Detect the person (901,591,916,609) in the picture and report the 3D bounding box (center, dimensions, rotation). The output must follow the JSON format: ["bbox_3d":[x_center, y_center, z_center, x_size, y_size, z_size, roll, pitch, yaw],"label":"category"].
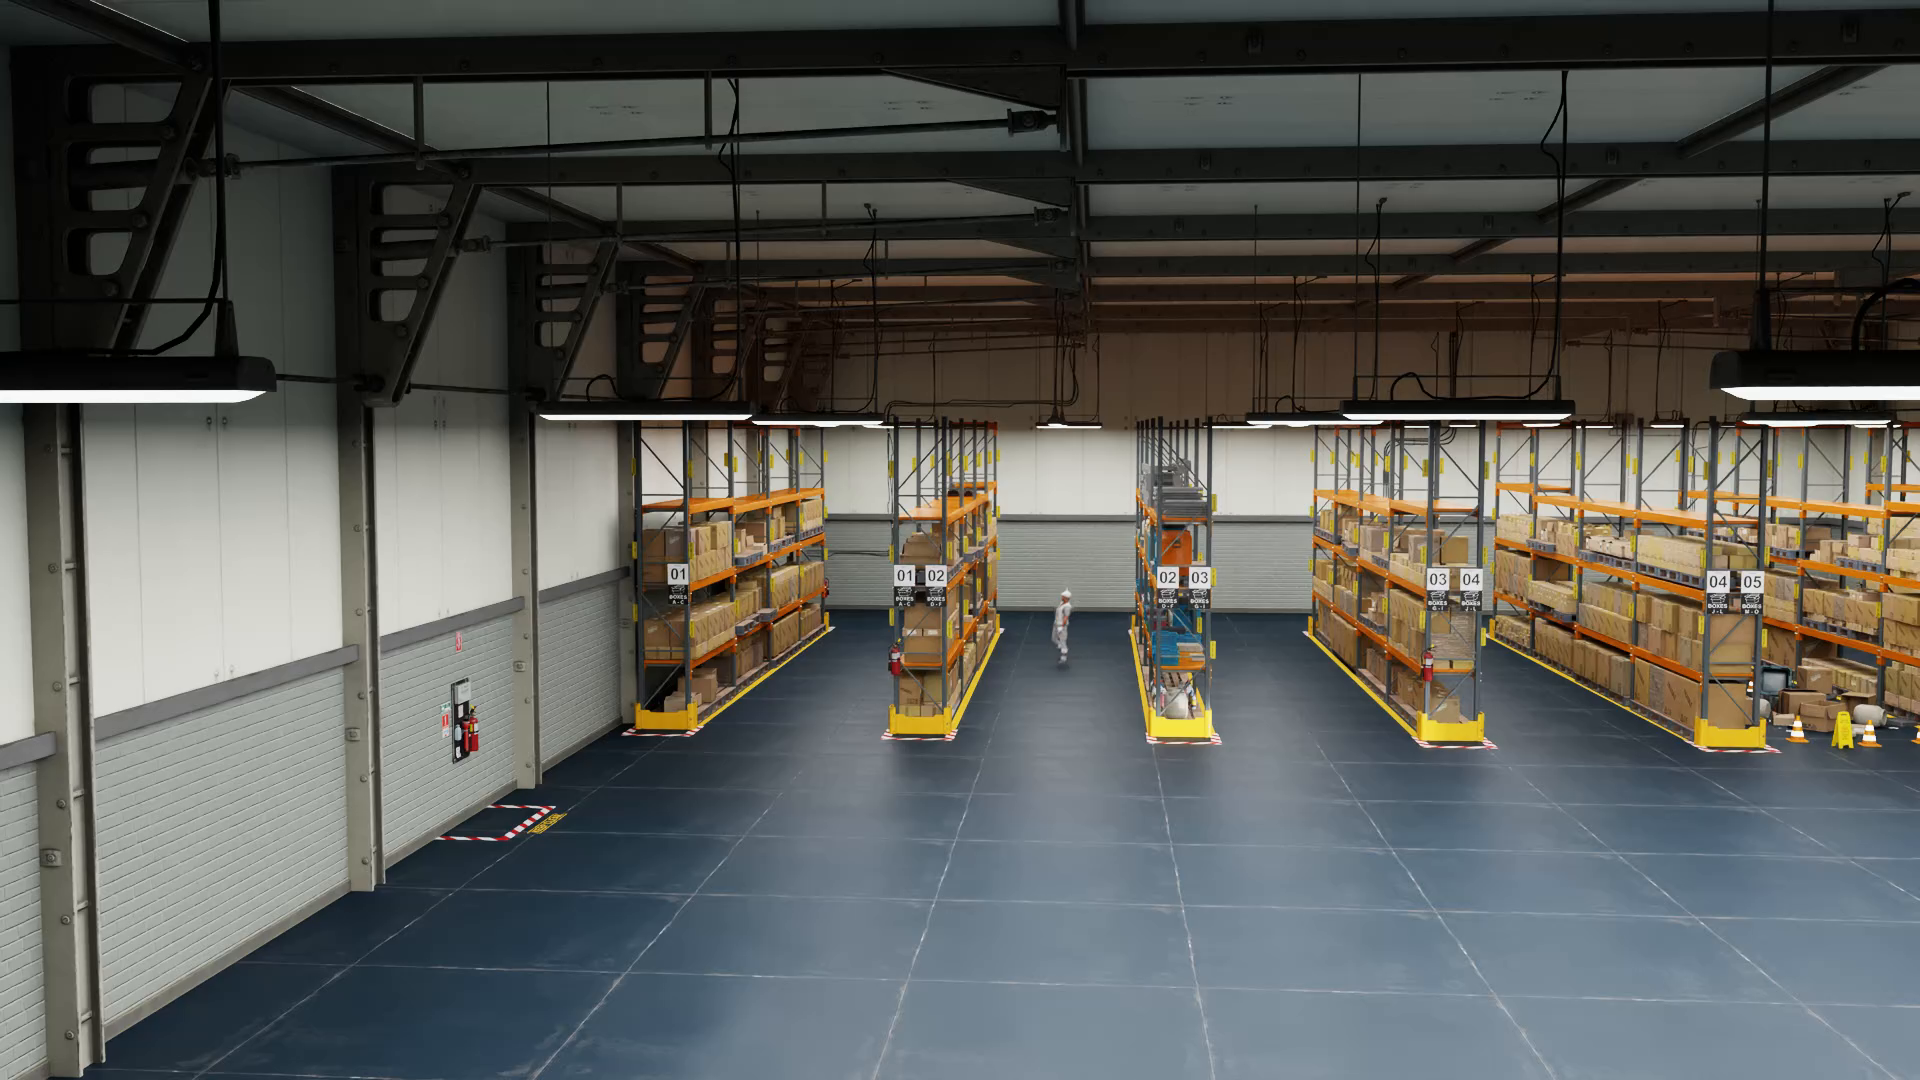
[{"bbox_3d":[-1.376,1.770,47.276,0.666,1.717,1.058,0,4,2],"label":"person"}]

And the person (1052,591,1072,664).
[{"bbox_3d":[2.486,2.125,40.870,0.466,1.775,0.667,-1,4,-21],"label":"person"}]
